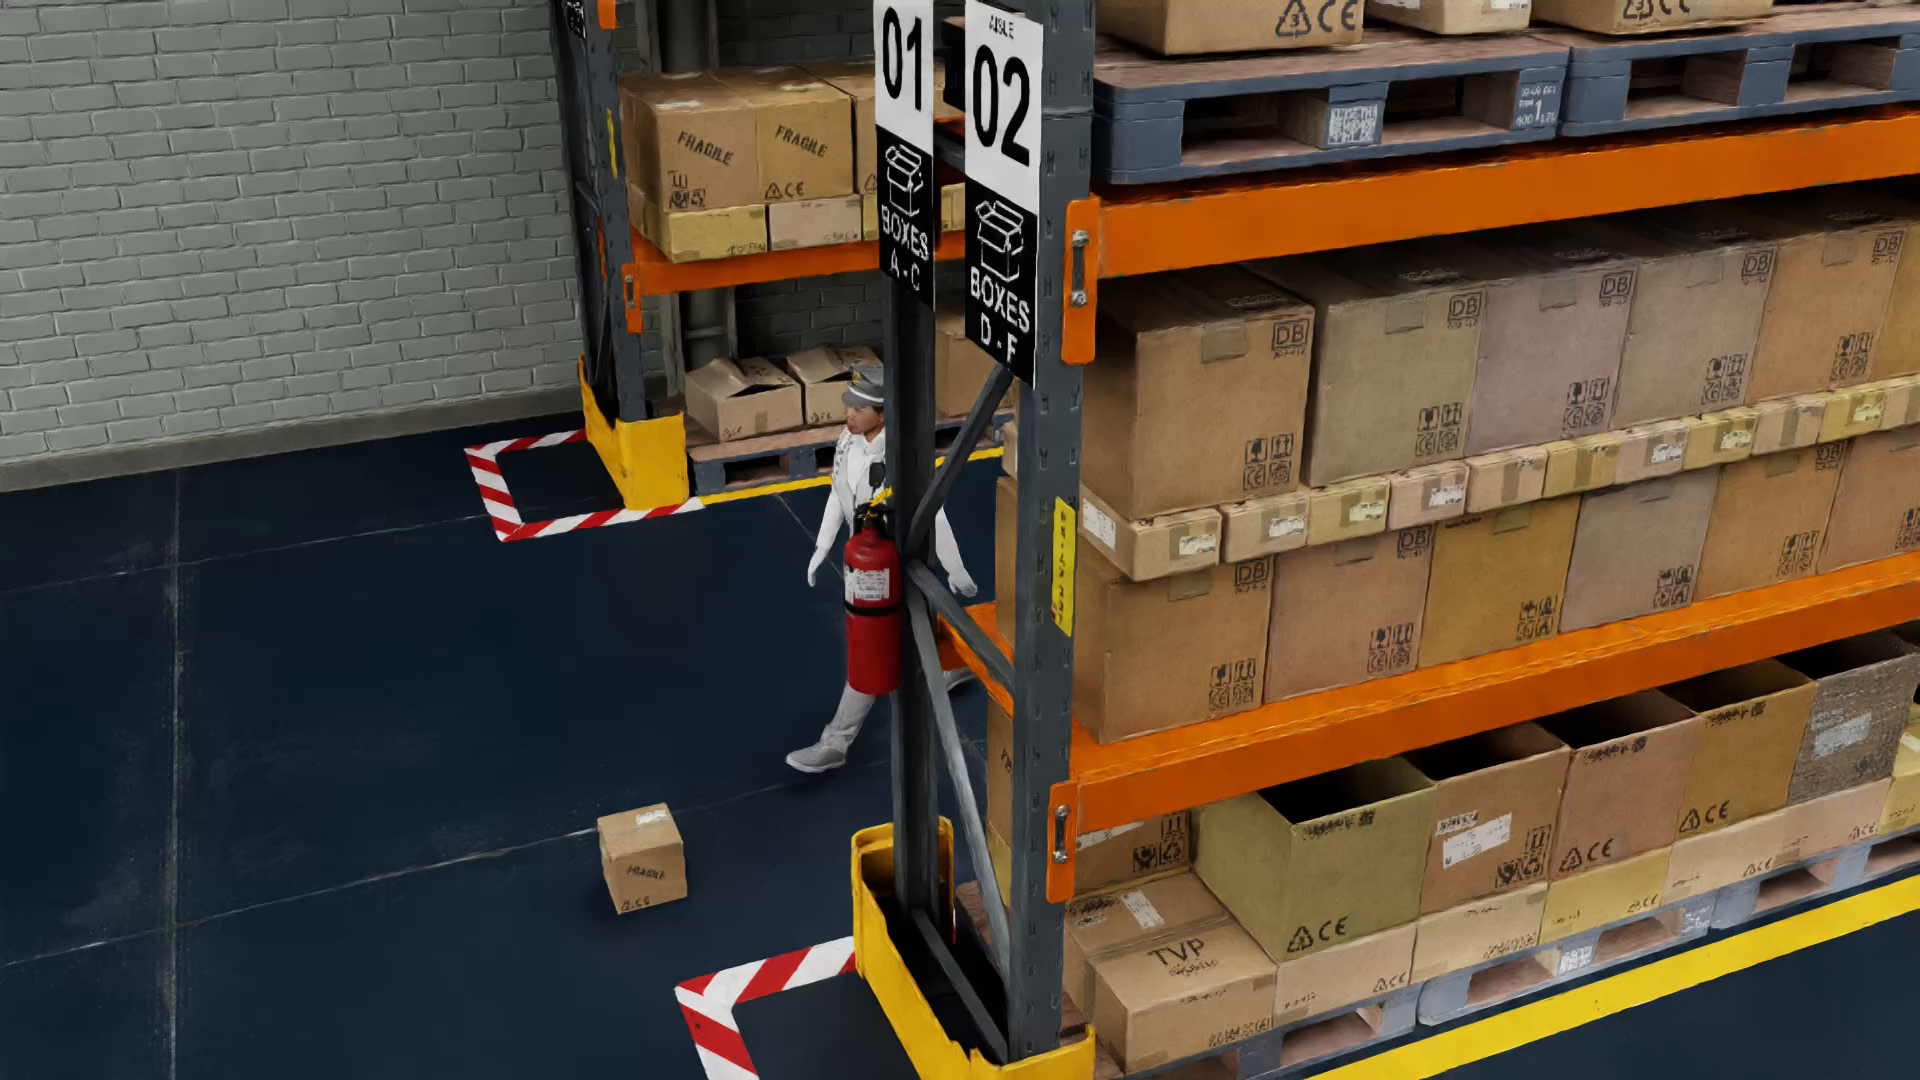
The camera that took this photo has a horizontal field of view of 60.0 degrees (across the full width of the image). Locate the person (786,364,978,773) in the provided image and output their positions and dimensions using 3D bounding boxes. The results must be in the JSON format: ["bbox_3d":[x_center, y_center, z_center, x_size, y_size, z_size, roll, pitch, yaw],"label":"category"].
[{"bbox_3d":[-0.306,0.058,6.505,1.082,1.601,0.563,-19,32,-34],"label":"person"}]
